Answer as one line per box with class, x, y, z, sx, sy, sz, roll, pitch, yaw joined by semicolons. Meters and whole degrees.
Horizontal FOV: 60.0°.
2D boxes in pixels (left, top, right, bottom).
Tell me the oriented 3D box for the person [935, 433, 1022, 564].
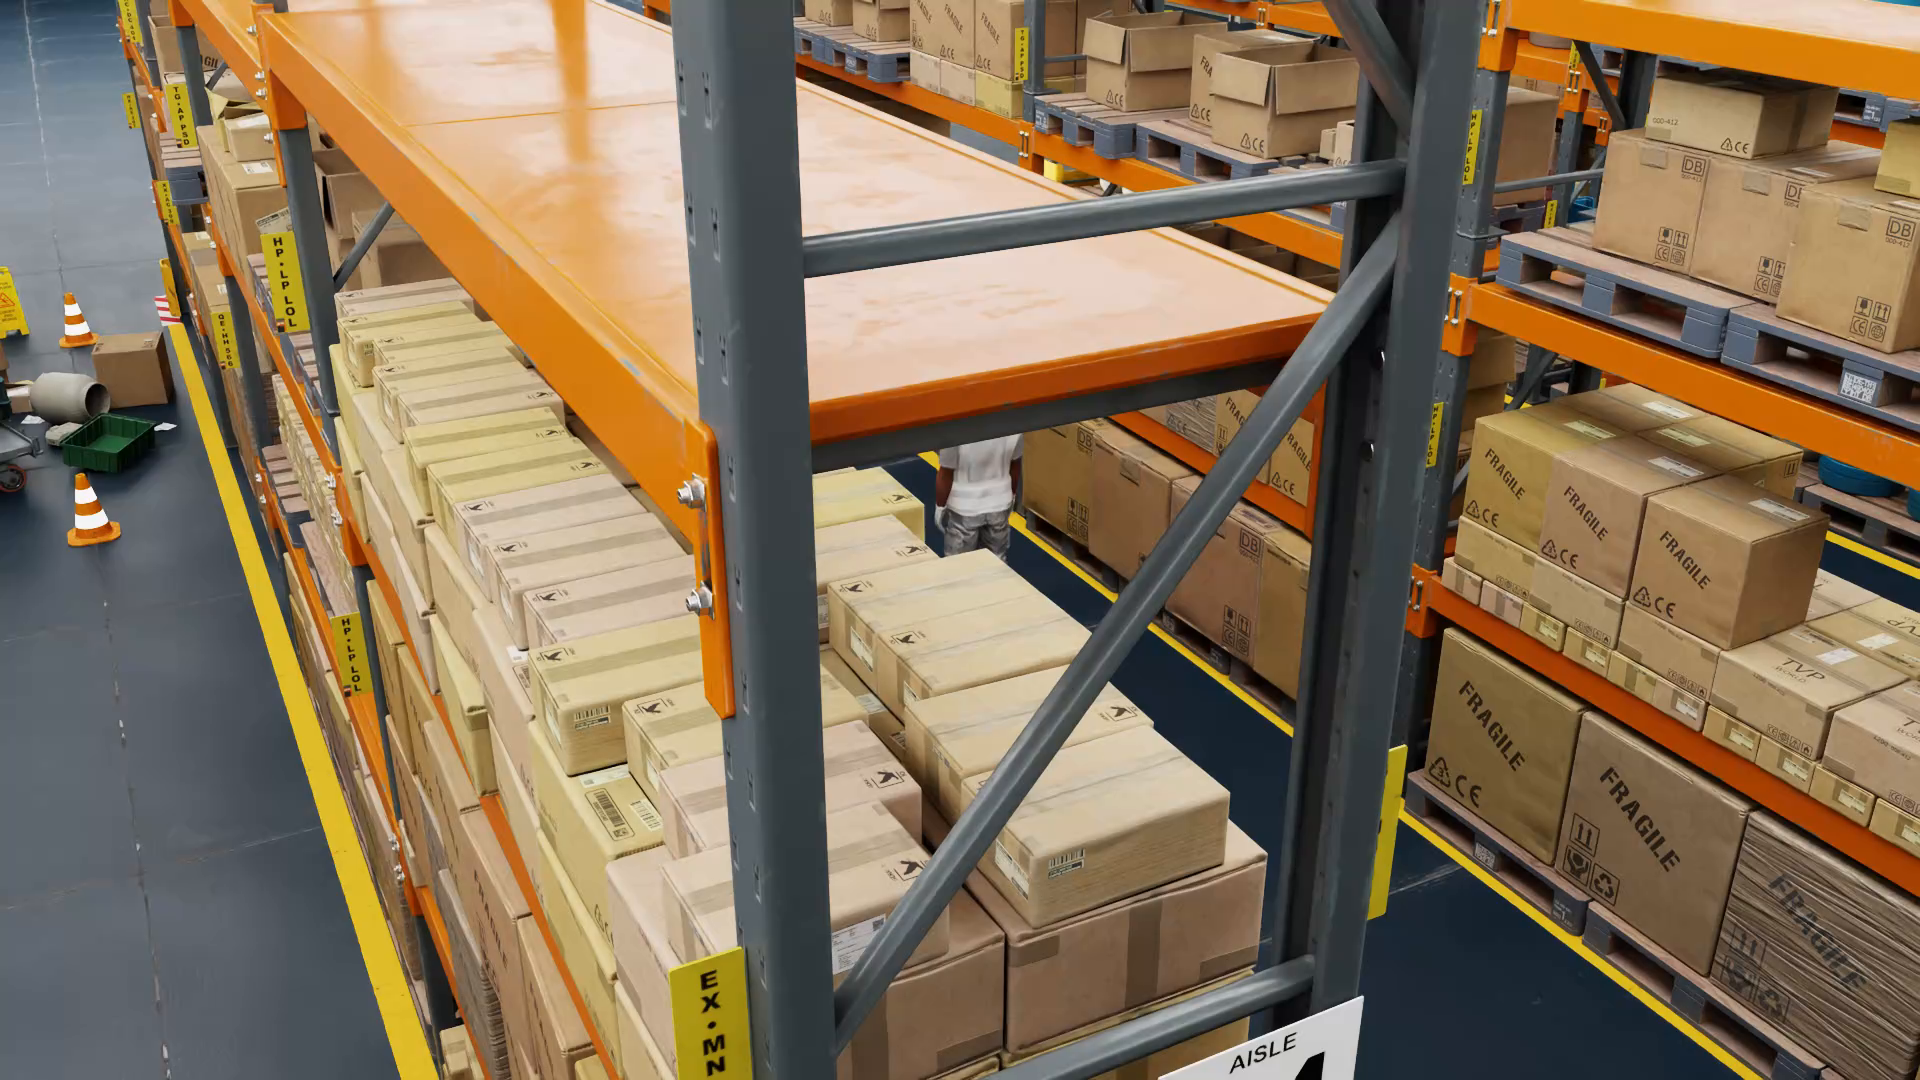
person;0.098;-0.205;10.055;0.549;1.787;0.358;-11;28;-23
